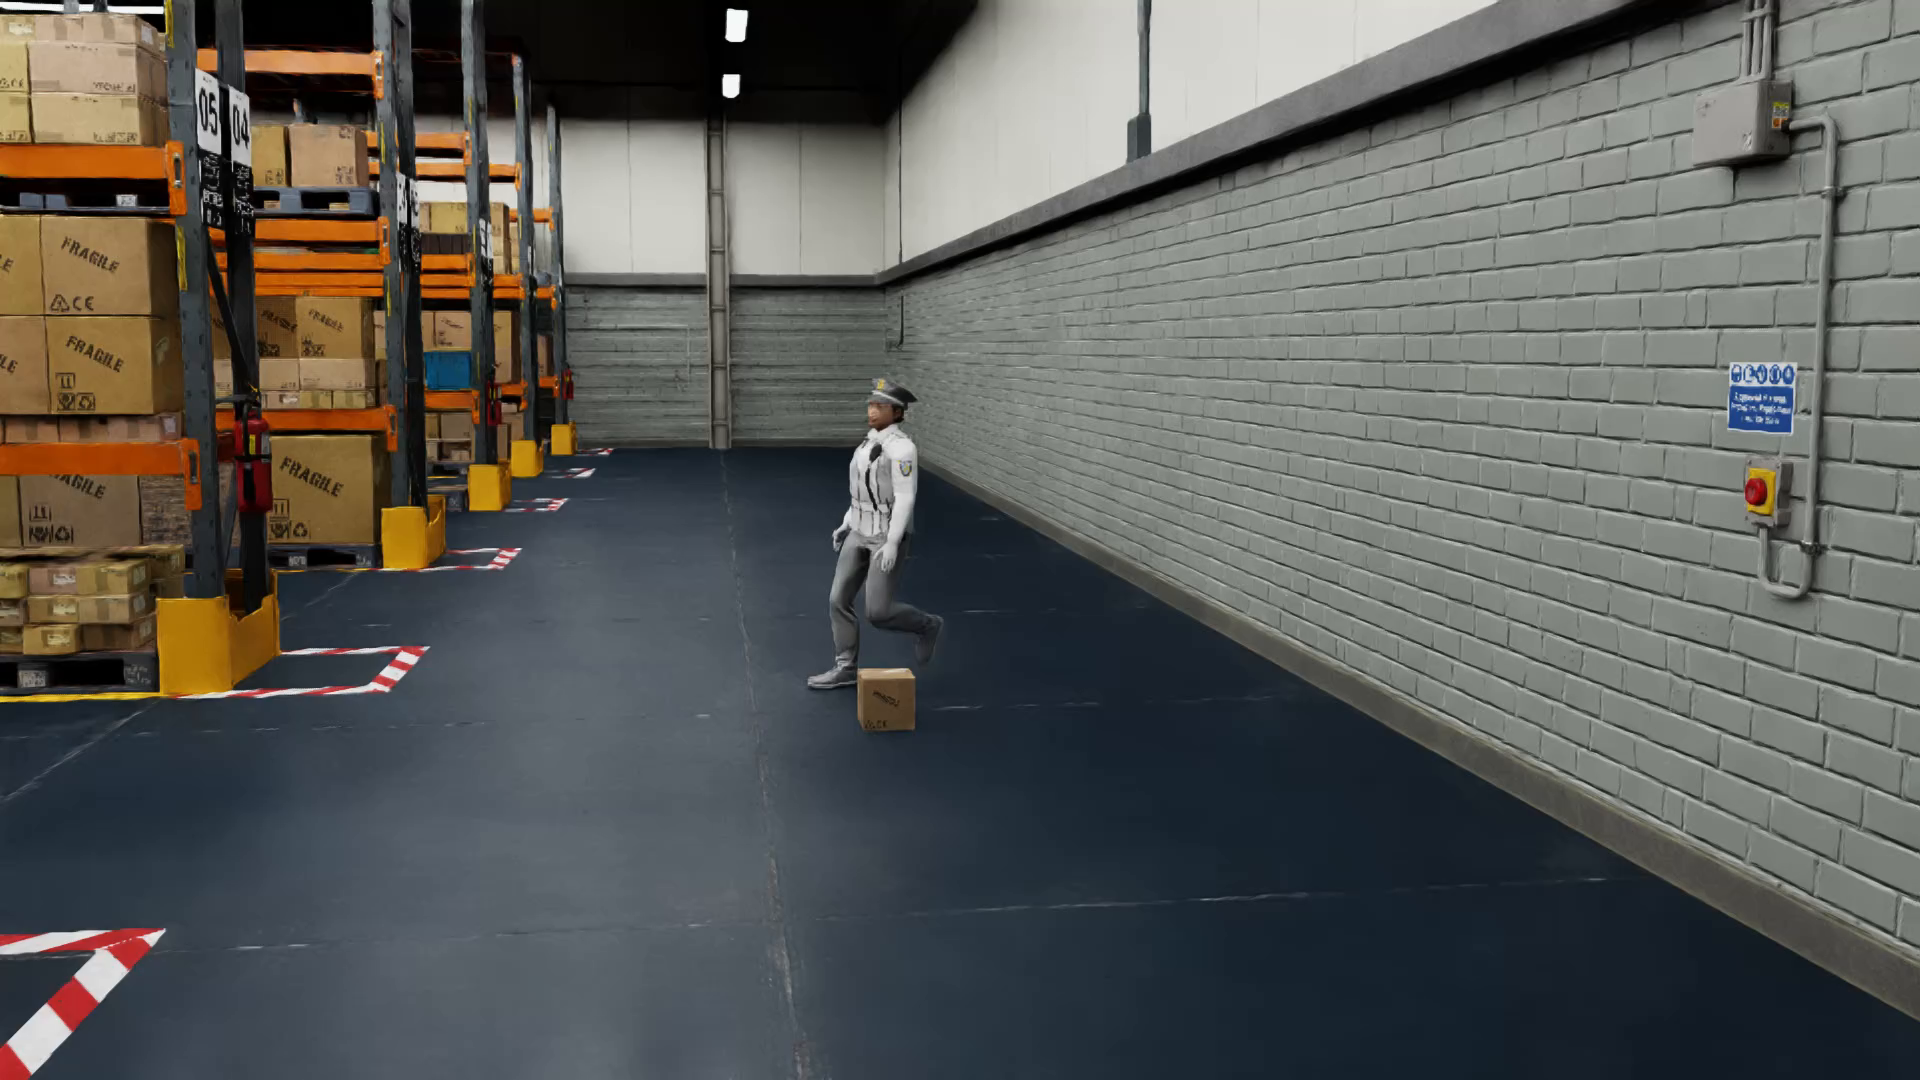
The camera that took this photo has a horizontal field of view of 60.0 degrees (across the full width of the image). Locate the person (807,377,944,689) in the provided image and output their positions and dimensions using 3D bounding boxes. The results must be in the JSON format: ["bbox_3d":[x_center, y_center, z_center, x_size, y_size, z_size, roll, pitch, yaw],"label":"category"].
[{"bbox_3d":[-0.397,-0.031,8.674,0.678,1.640,0.624,-5,8,-35],"label":"person"}]
